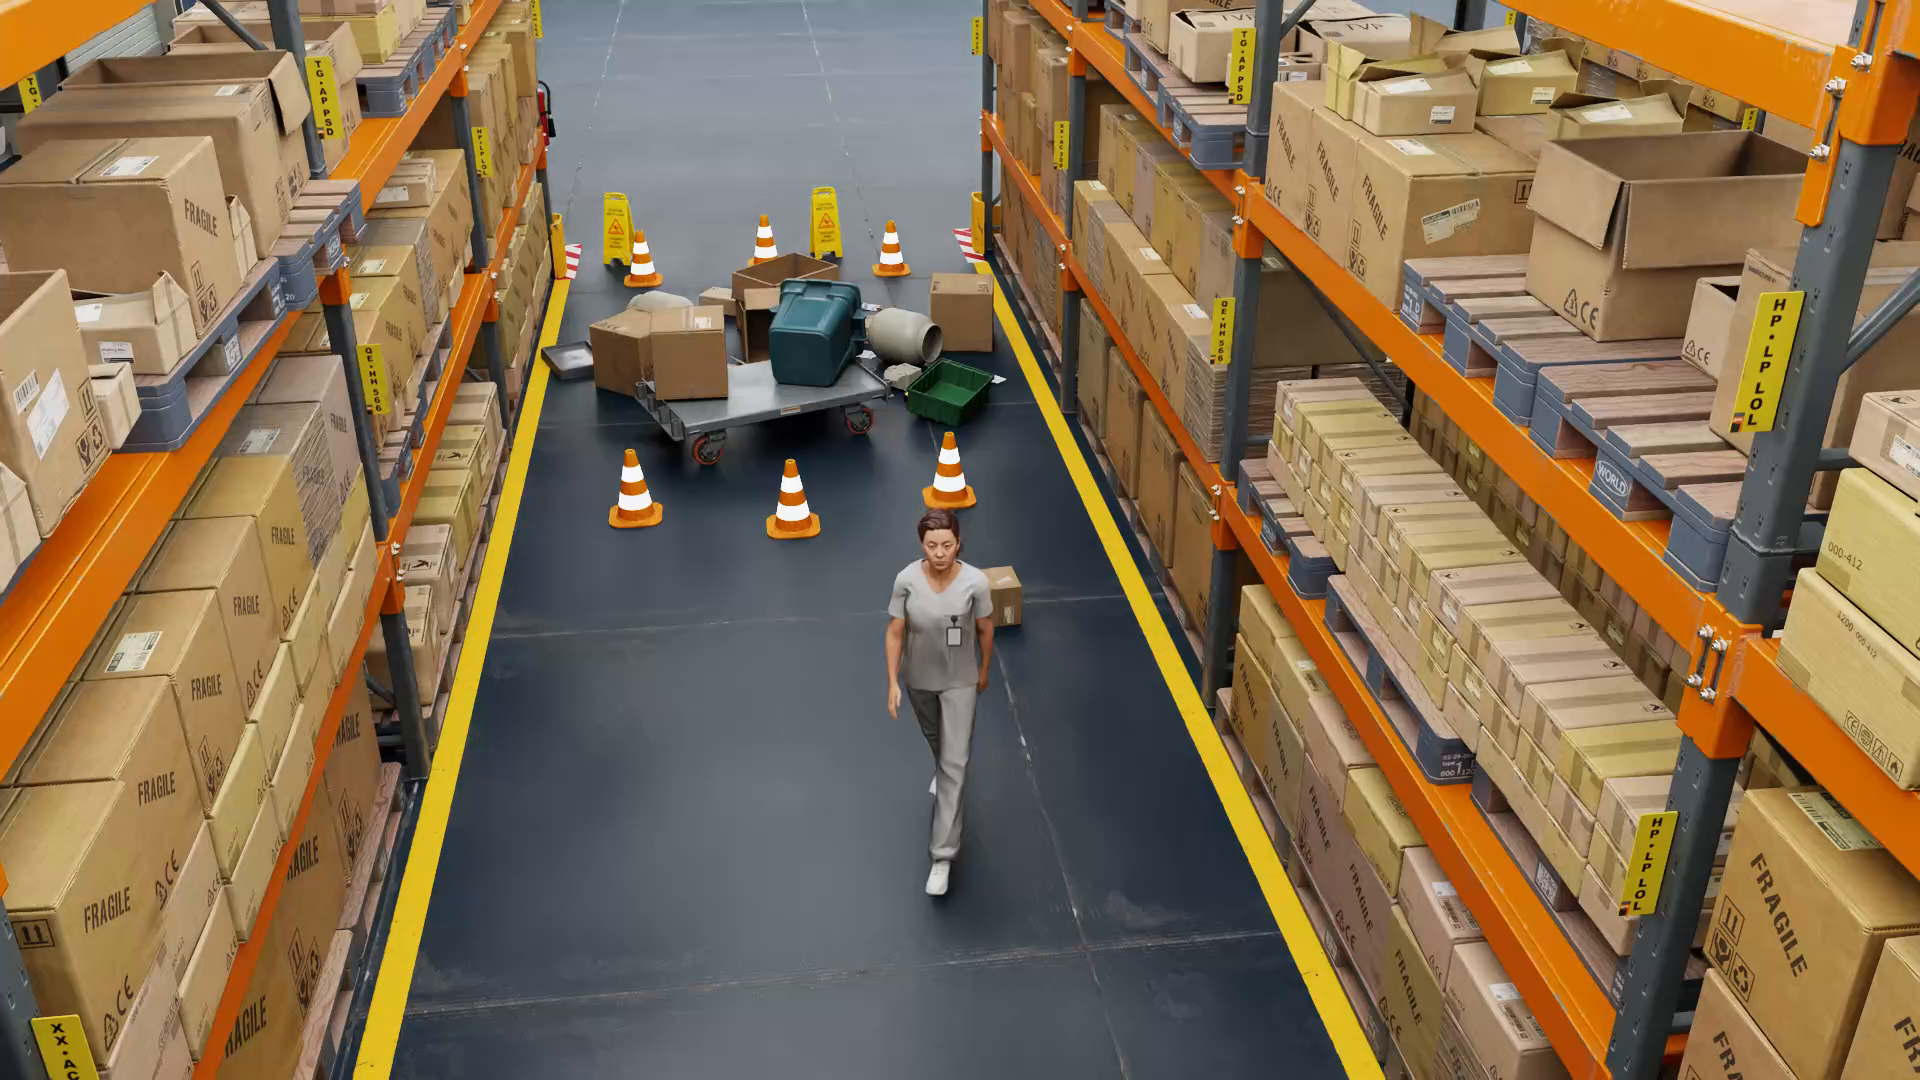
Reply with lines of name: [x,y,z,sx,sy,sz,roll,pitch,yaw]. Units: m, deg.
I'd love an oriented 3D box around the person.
person: [-0.106,0.631,7.365,0.454,1.603,1.032,5,28,10]
